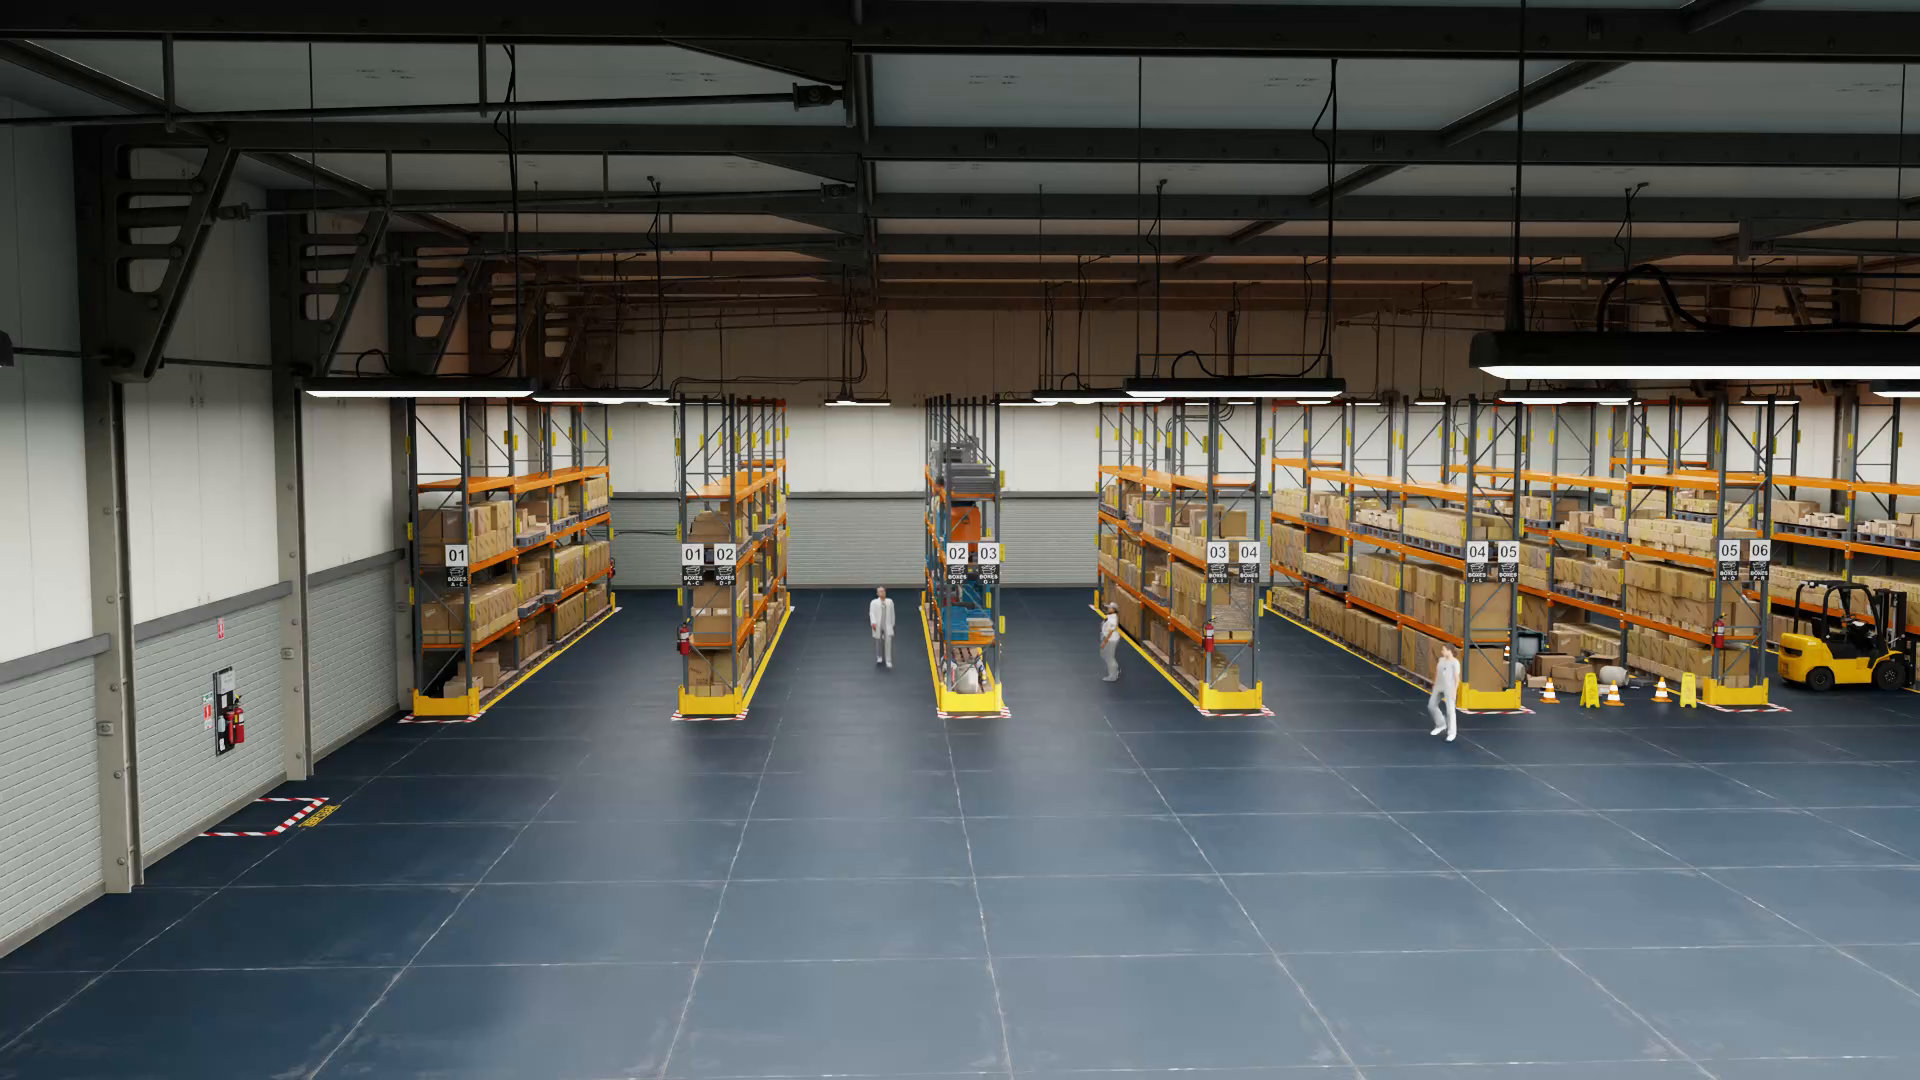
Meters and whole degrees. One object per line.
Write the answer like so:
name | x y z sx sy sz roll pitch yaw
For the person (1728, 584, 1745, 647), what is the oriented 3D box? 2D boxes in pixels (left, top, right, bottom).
person | 17.575 1.878 37.814 0.496 1.810 0.605 2 5 27

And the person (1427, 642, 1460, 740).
person | 8.415 2.597 28.857 0.460 1.679 0.544 -4 6 -43

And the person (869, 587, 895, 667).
person | -1.724 1.920 36.969 0.577 1.719 1.048 0 5 -4

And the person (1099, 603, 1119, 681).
person | 3.104 2.137 34.833 0.457 1.661 0.550 2 5 18
